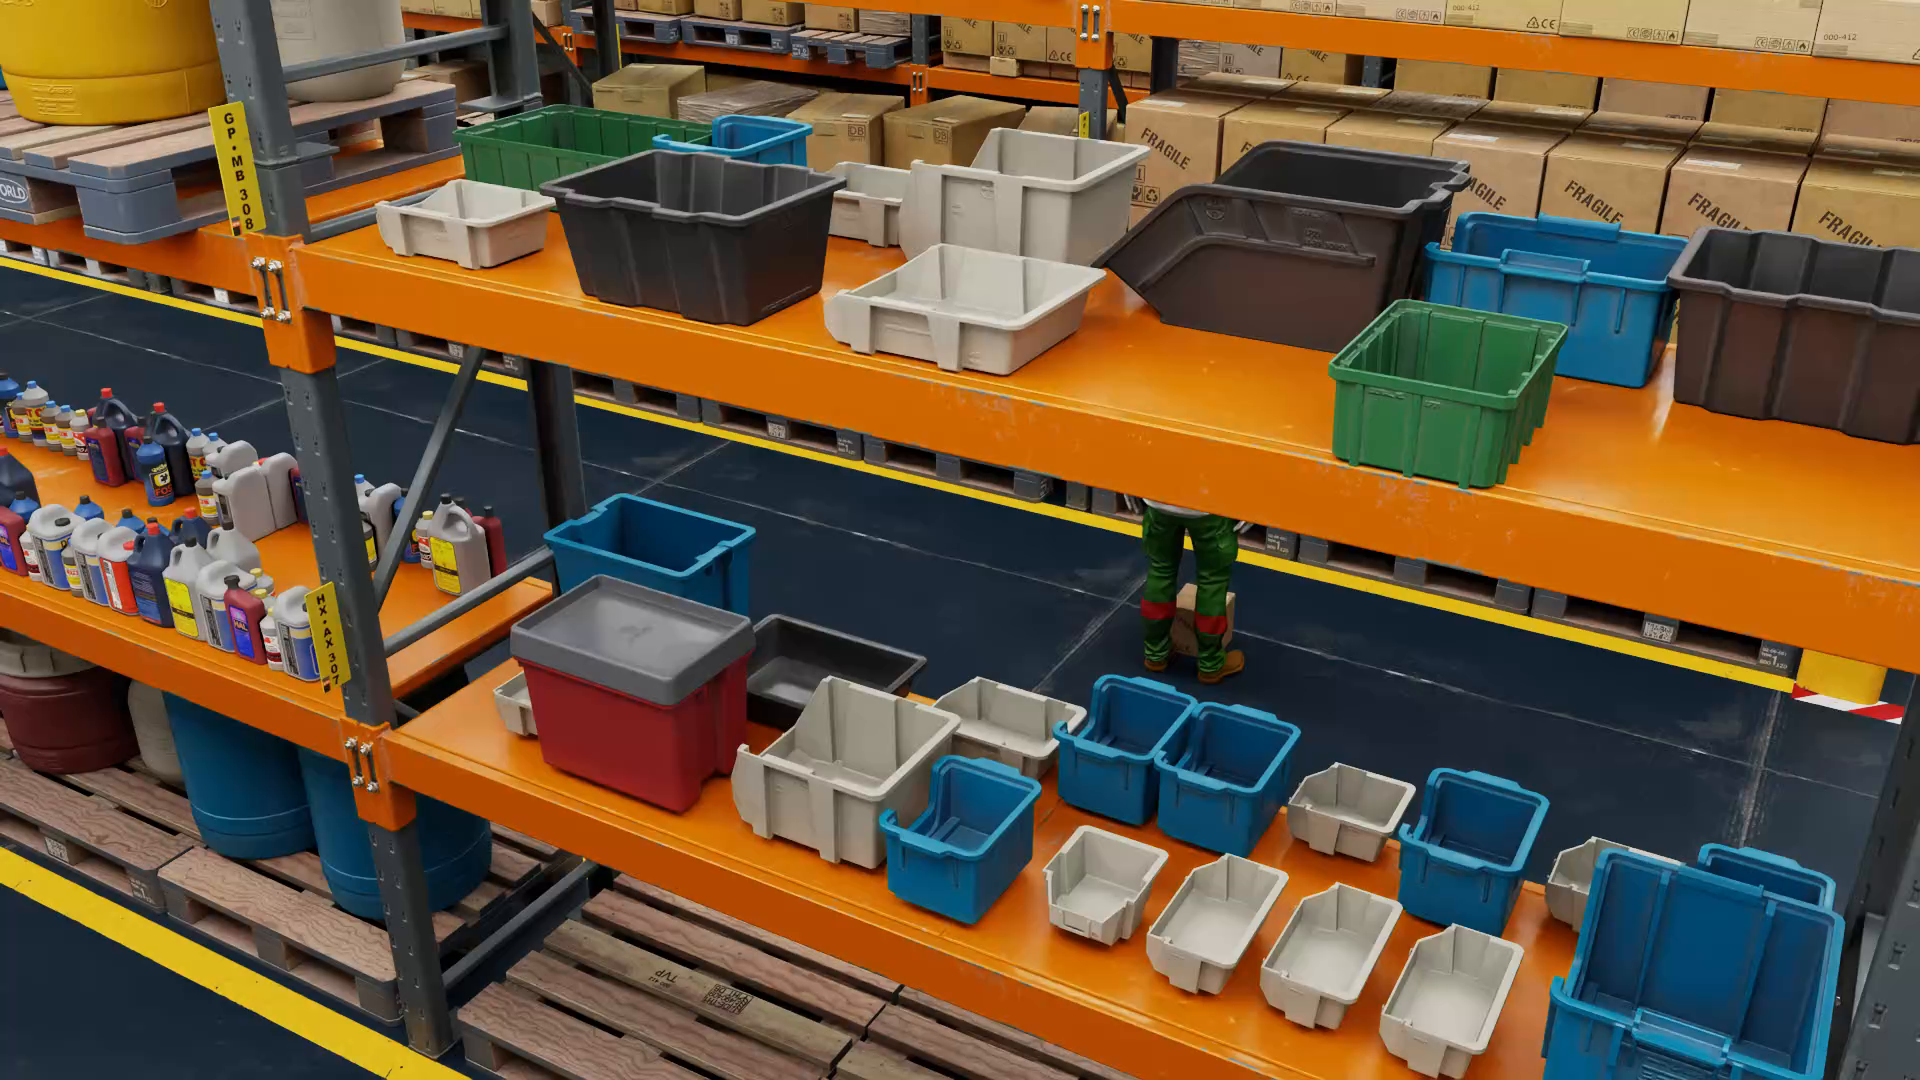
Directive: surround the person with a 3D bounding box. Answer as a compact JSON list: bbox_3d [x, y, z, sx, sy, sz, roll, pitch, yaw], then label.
[{"bbox_3d":[1.036,-0.206,7.513,0.620,1.780,0.447,12,29,23],"label":"person"}]
